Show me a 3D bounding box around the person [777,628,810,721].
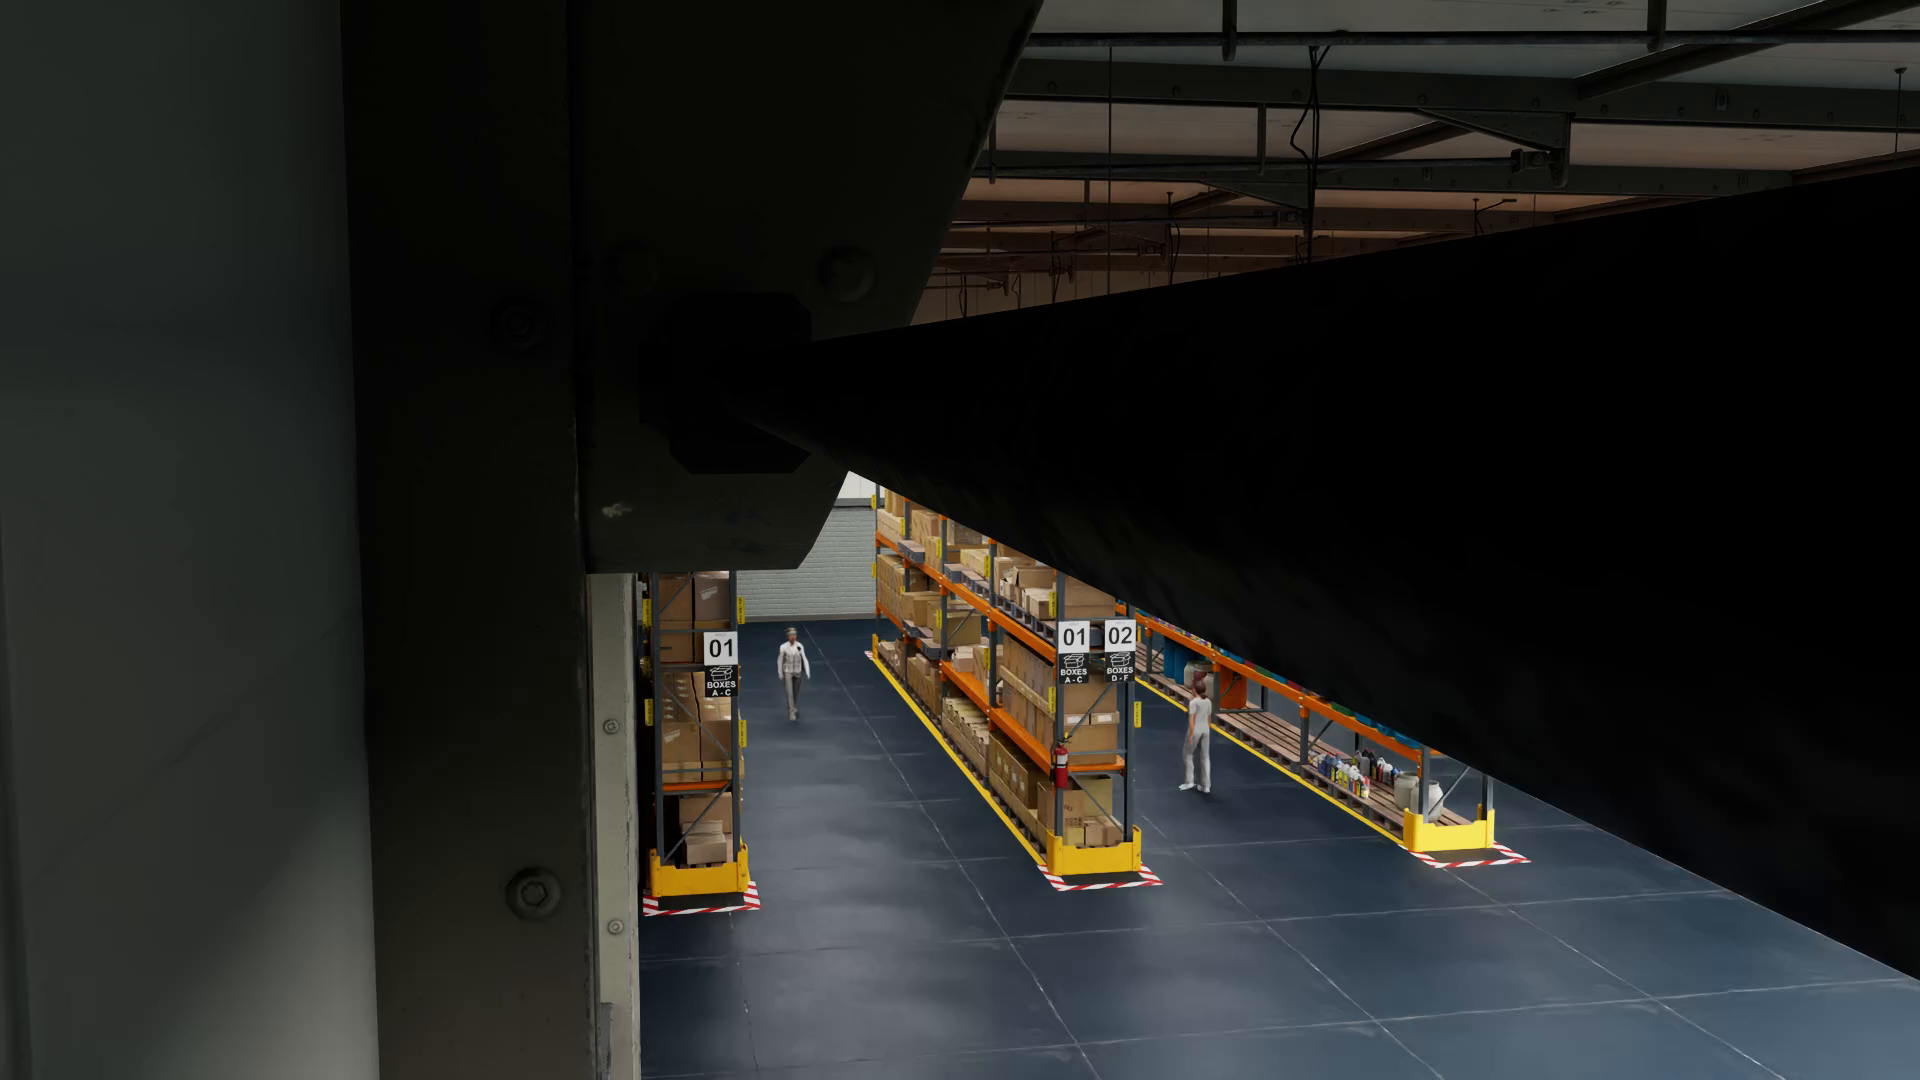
[{"bbox_3d":[-3.032,2.404,30.221,0.573,1.620,1.034,-1,6,-13],"label":"person"}]

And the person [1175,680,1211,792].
[{"bbox_3d":[3.591,2.957,25.027,0.458,1.695,0.693,-2,6,-21],"label":"person"}]
